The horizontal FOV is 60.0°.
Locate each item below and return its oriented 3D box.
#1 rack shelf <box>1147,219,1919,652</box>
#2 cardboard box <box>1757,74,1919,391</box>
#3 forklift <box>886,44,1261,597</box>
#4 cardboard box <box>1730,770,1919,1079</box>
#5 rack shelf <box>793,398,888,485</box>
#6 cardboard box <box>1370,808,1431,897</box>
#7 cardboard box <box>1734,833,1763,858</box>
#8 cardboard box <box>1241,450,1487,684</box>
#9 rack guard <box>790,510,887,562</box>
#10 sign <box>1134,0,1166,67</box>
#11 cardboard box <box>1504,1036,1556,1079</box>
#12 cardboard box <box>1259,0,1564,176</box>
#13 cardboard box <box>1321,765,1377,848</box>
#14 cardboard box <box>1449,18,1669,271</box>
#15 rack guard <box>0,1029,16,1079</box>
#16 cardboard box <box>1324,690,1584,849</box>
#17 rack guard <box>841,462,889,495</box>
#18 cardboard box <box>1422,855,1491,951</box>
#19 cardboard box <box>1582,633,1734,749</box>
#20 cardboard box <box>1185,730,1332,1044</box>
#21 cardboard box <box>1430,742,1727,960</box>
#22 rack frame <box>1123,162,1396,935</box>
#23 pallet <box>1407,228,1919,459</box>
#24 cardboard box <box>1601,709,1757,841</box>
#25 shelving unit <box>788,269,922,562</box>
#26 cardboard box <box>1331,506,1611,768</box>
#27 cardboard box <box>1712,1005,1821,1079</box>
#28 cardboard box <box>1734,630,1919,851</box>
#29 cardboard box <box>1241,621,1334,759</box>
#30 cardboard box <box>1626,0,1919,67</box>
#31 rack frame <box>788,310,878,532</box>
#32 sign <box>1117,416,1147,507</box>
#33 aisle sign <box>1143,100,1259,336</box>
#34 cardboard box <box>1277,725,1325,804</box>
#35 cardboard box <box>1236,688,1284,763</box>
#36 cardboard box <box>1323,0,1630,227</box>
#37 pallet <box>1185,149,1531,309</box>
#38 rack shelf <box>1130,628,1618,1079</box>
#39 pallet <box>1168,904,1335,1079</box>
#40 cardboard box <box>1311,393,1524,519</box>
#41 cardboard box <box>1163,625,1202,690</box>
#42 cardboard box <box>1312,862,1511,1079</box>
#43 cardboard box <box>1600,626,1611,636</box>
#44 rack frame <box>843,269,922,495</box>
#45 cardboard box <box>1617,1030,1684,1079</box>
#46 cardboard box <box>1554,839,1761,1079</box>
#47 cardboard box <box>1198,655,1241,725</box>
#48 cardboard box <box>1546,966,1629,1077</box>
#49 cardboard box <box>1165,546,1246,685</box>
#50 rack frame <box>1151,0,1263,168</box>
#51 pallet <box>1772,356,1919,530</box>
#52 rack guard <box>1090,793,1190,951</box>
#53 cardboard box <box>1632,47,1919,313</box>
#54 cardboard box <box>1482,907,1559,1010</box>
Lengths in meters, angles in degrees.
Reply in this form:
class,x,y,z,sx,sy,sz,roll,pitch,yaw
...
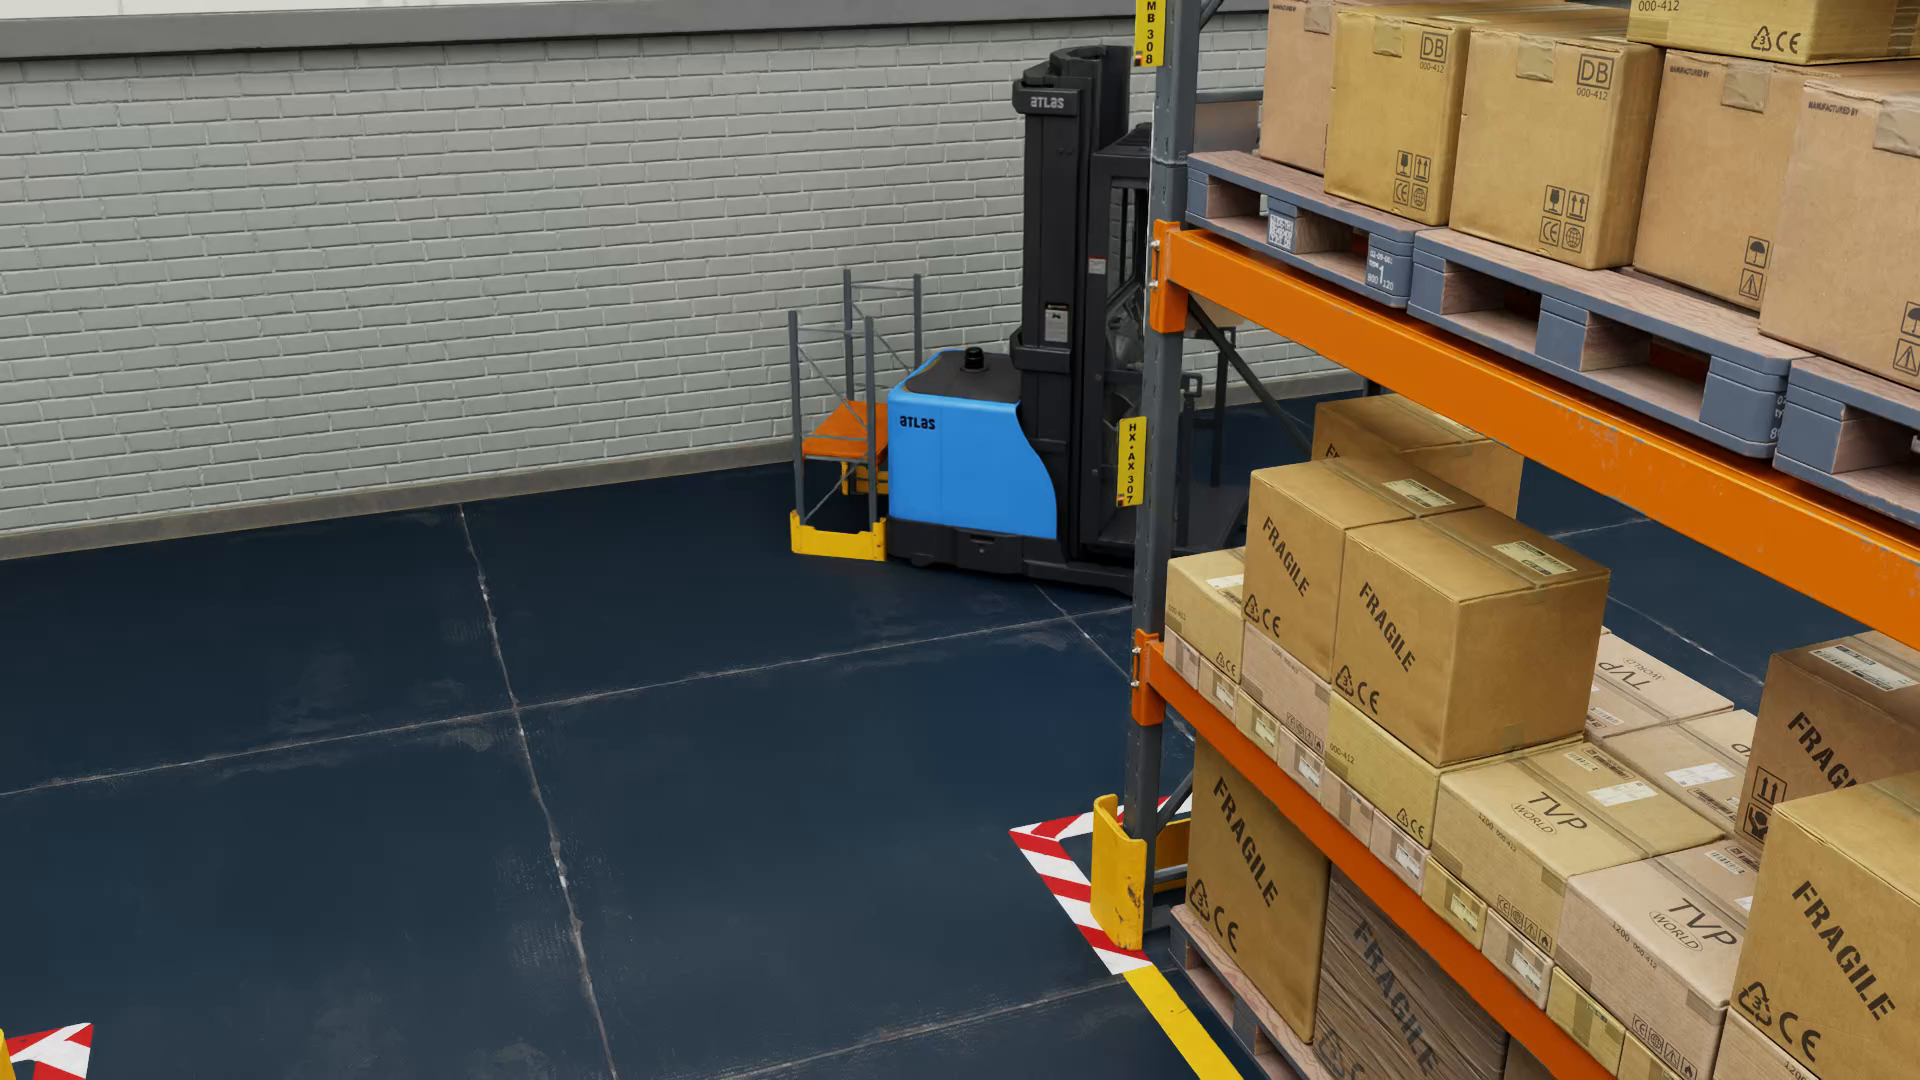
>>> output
class,x,y,z,sx,sy,sz,roll,pitch,yaw
rack shelf,1.828,-0.236,4.011,1.077,0.370,4.000,-8,24,-19
cardboard box,2.016,-0.598,3.147,0.700,0.500,0.500,-7,24,-16
forklift,1.139,-1.199,9.322,3.031,2.935,1.130,8,24,17
cardboard box,1.949,0.815,3.298,0.500,0.500,0.500,-8,24,-18
rack shelf,-0.610,-0.622,10.257,0.538,0.185,1.000,6,23,13
cardboard box,1.395,0.845,4.706,0.380,0.149,0.250,-9,24,-20
cardboard box,2.254,0.898,4.066,0.500,0.250,0.500,-8,24,-18
cardboard box,1.215,0.068,5.071,0.500,0.500,0.500,-9,24,-20
rack guard,-0.730,-0.027,9.993,0.587,0.250,0.087,6,23,13
sign,0.600,-1.659,5.235,0.100,0.325,0.005,-8,24,-19
cardboard box,2.058,1.750,4.432,0.875,0.875,0.875,-8,24,-19
cardboard box,1.355,-1.398,5.044,0.700,0.500,0.500,-10,25,-22
cardboard box,1.303,0.752,4.928,0.380,0.149,0.250,-9,24,-20
cardboard box,1.669,-0.996,4.090,0.700,0.500,0.500,-10,25,-23
rack guard,-3.533,1.913,5.068,1.175,0.500,0.348,-8,24,-19
cardboard box,1.402,0.603,4.767,0.500,0.250,0.500,-9,25,-21
rack guard,-0.486,-0.403,10.883,0.587,0.250,0.087,6,23,13
cardboard box,1.483,0.937,4.488,0.380,0.149,0.250,-9,24,-20
cardboard box,1.900,0.530,4.942,0.500,0.250,0.500,-9,25,-21
cardboard box,1.422,1.096,5.983,0.875,0.875,0.875,-8,24,-19
cardboard box,1.592,0.792,4.319,0.500,0.250,0.500,-9,24,-20
rack frame,1.122,0.089,6.178,1.000,3.000,0.127,-8,24,-19
pallet,1.828,-0.541,3.923,1.003,0.211,1.213,-8,24,-19
cardboard box,2.087,0.718,4.494,0.500,0.250,0.500,-8,24,-19
shelving unit,-0.608,-0.791,10.195,0.587,1.500,1.083,6,23,13
cardboard box,1.404,0.256,4.626,0.500,0.500,0.500,-9,24,-20
cardboard box,1.948,1.162,3.441,0.500,0.250,0.500,-8,24,-17
cardboard box,2.250,0.551,3.926,0.500,0.500,0.500,-9,25,-21
cardboard box,1.228,0.420,5.202,0.500,0.250,0.500,-9,24,-20
cardboard box,1.826,-1.190,3.585,0.500,0.250,0.500,-9,25,-21
rack frame,-0.735,-0.596,9.733,0.500,1.500,0.032,6,23,13
sign,0.600,-0.273,5.819,0.100,0.325,0.005,-8,24,-19
aisle sign,0.815,-1.094,5.637,0.394,0.787,0.004,-8,24,-19
cardboard box,1.214,0.659,5.147,0.380,0.149,0.250,-9,24,-20
cardboard box,1.121,0.565,5.372,0.380,0.149,0.250,-9,24,-20
cardboard box,1.441,-1.177,4.520,0.700,0.500,0.500,-9,25,-21
pallet,1.393,-0.985,4.976,1.003,0.211,1.213,-8,24,-19
rack shelf,1.828,1.147,4.593,1.077,0.370,4.000,-8,24,-19
pallet,1.477,1.653,6.056,1.003,0.211,1.213,-8,24,-19
cardboard box,1.539,-0.184,5.669,0.500,0.500,0.500,-8,24,-18
cardboard box,0.938,0.379,5.813,0.380,0.149,0.250,-8,24,-18
cardboard box,1.744,1.426,5.199,0.875,0.875,0.875,-8,24,-19
cardboard box,1.720,0.345,5.380,0.500,0.250,0.500,-9,24,-20
rack frame,-0.486,-0.979,10.642,0.500,1.500,0.032,6,23,13
cardboard box,1.756,1.218,3.822,0.380,0.149,0.250,-8,24,-18
cardboard box,1.767,0.976,3.881,0.500,0.250,0.500,-8,24,-18
cardboard box,1.030,0.472,5.593,0.380,0.149,0.250,-9,24,-20
cardboard box,1.666,1.125,4.042,0.380,0.149,0.250,-9,24,-20
cardboard box,1.038,0.232,5.648,0.500,0.250,0.500,-9,24,-20
rack frame,1.122,-2.676,5.013,1.000,3.000,0.127,-8,24,-19
pallet,2.255,-0.098,2.873,1.003,0.211,1.213,-8,24,-19
rack guard,1.113,1.232,6.684,1.175,0.500,0.348,-8,24,-19
cardboard box,1.964,-0.808,3.644,0.700,0.500,0.500,-7,24,-17
cardboard box,1.577,1.032,4.262,0.380,0.149,0.250,-8,24,-18
